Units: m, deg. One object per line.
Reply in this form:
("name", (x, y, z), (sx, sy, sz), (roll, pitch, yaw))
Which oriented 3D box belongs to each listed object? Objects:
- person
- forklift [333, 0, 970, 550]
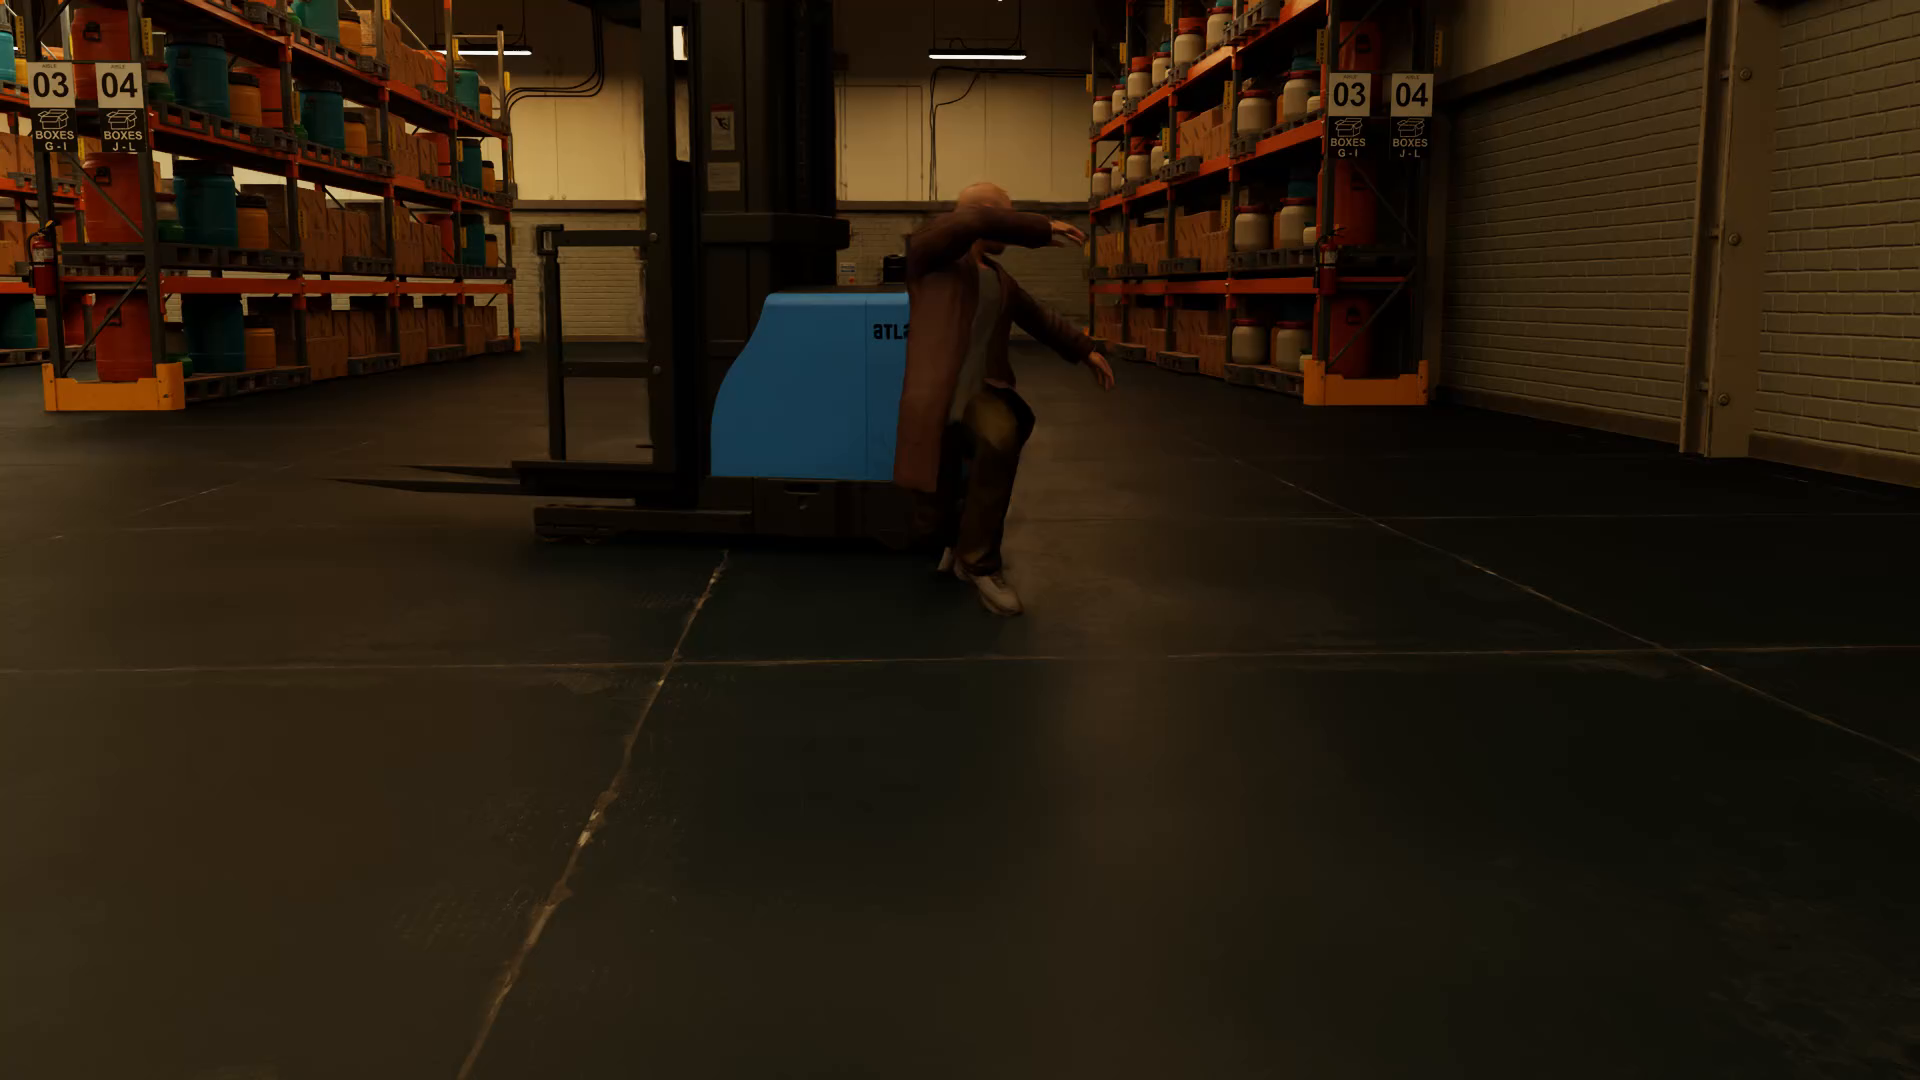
("person", (0.229, -0.548, 6.023), (0.958, 1.480, 1.049), (-2, 9, -14))
("forklift", (-1.358, -1.503, 7.450), (3.031, 2.935, 1.130), (2, 9, 15))
